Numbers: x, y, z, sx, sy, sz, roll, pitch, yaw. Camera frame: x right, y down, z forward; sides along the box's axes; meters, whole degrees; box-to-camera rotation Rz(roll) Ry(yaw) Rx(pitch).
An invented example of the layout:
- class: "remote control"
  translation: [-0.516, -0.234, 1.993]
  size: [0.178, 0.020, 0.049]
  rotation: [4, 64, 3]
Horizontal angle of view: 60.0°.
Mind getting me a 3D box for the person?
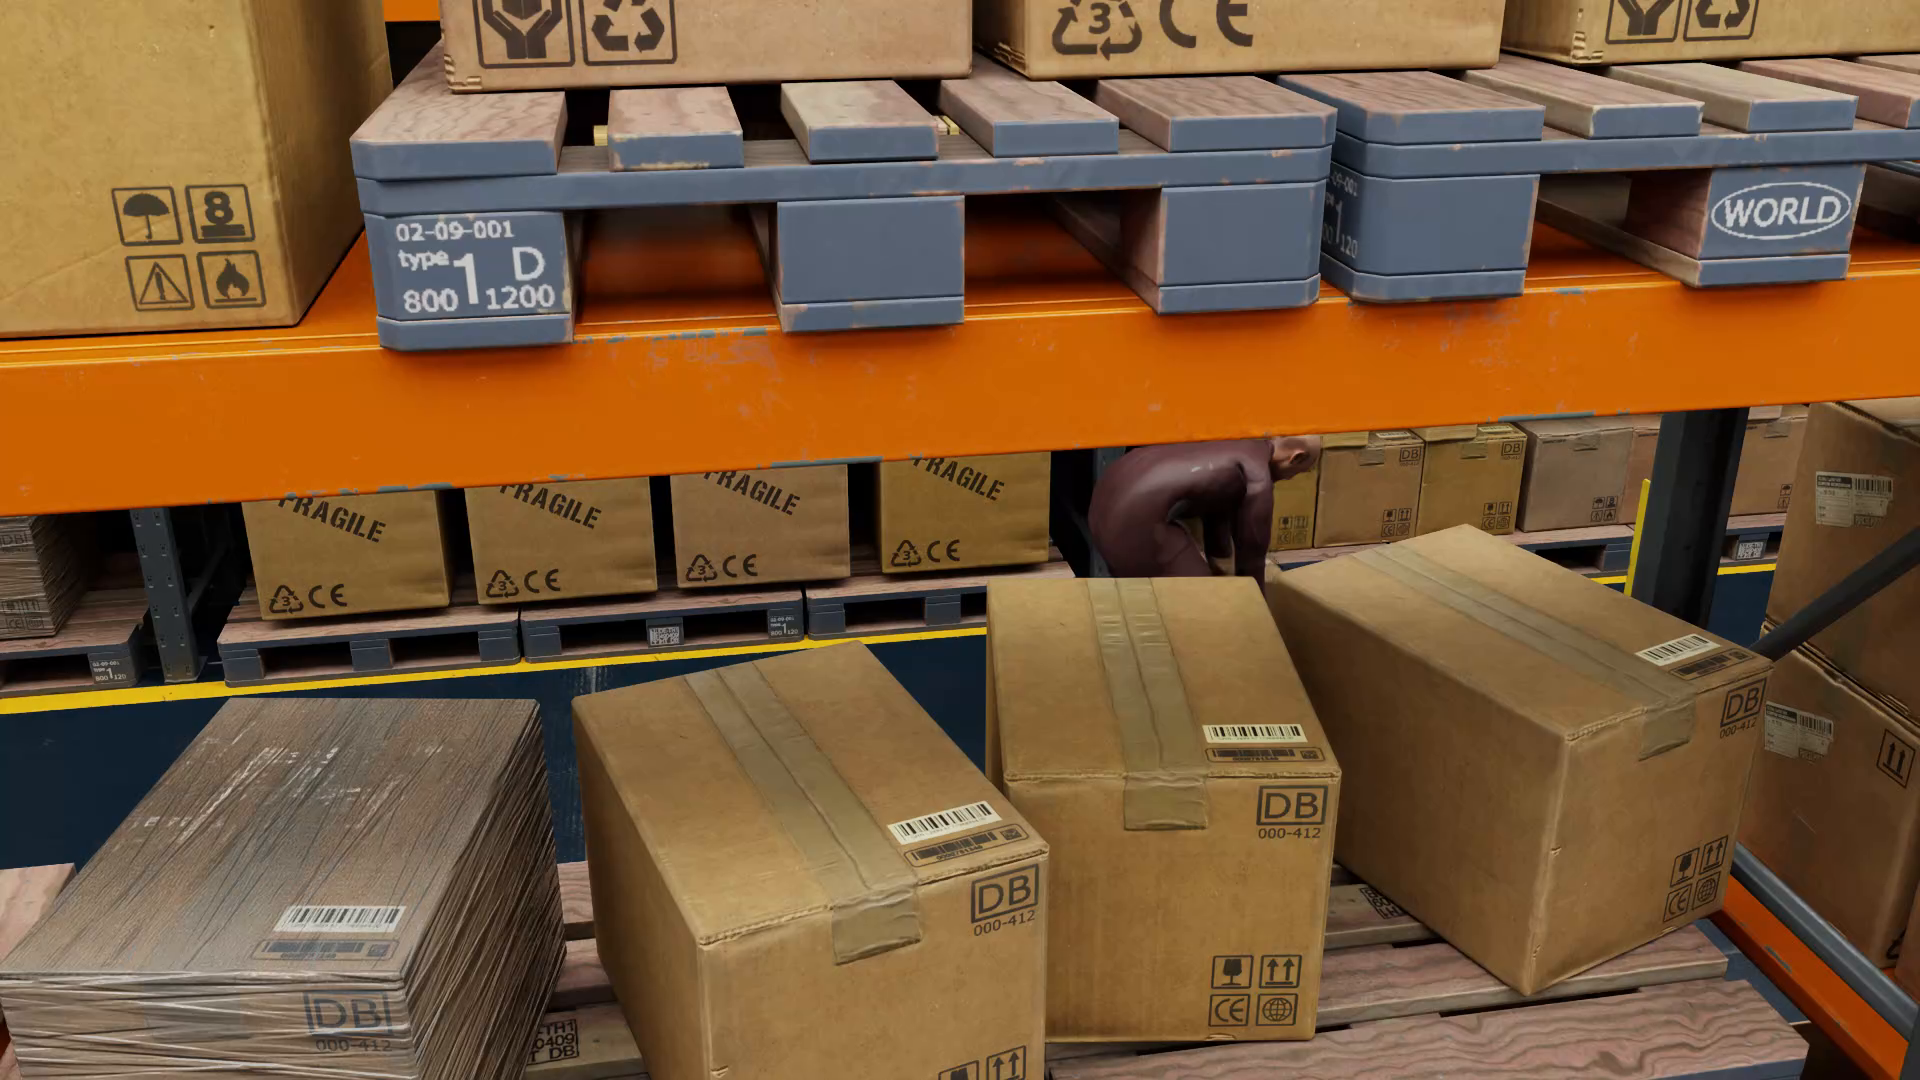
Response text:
- class: "person"
  translation: [0.953, 0.153, 6.518]
  size: [0.939, 1.184, 0.563]
  rotation: [-7, 24, -16]
